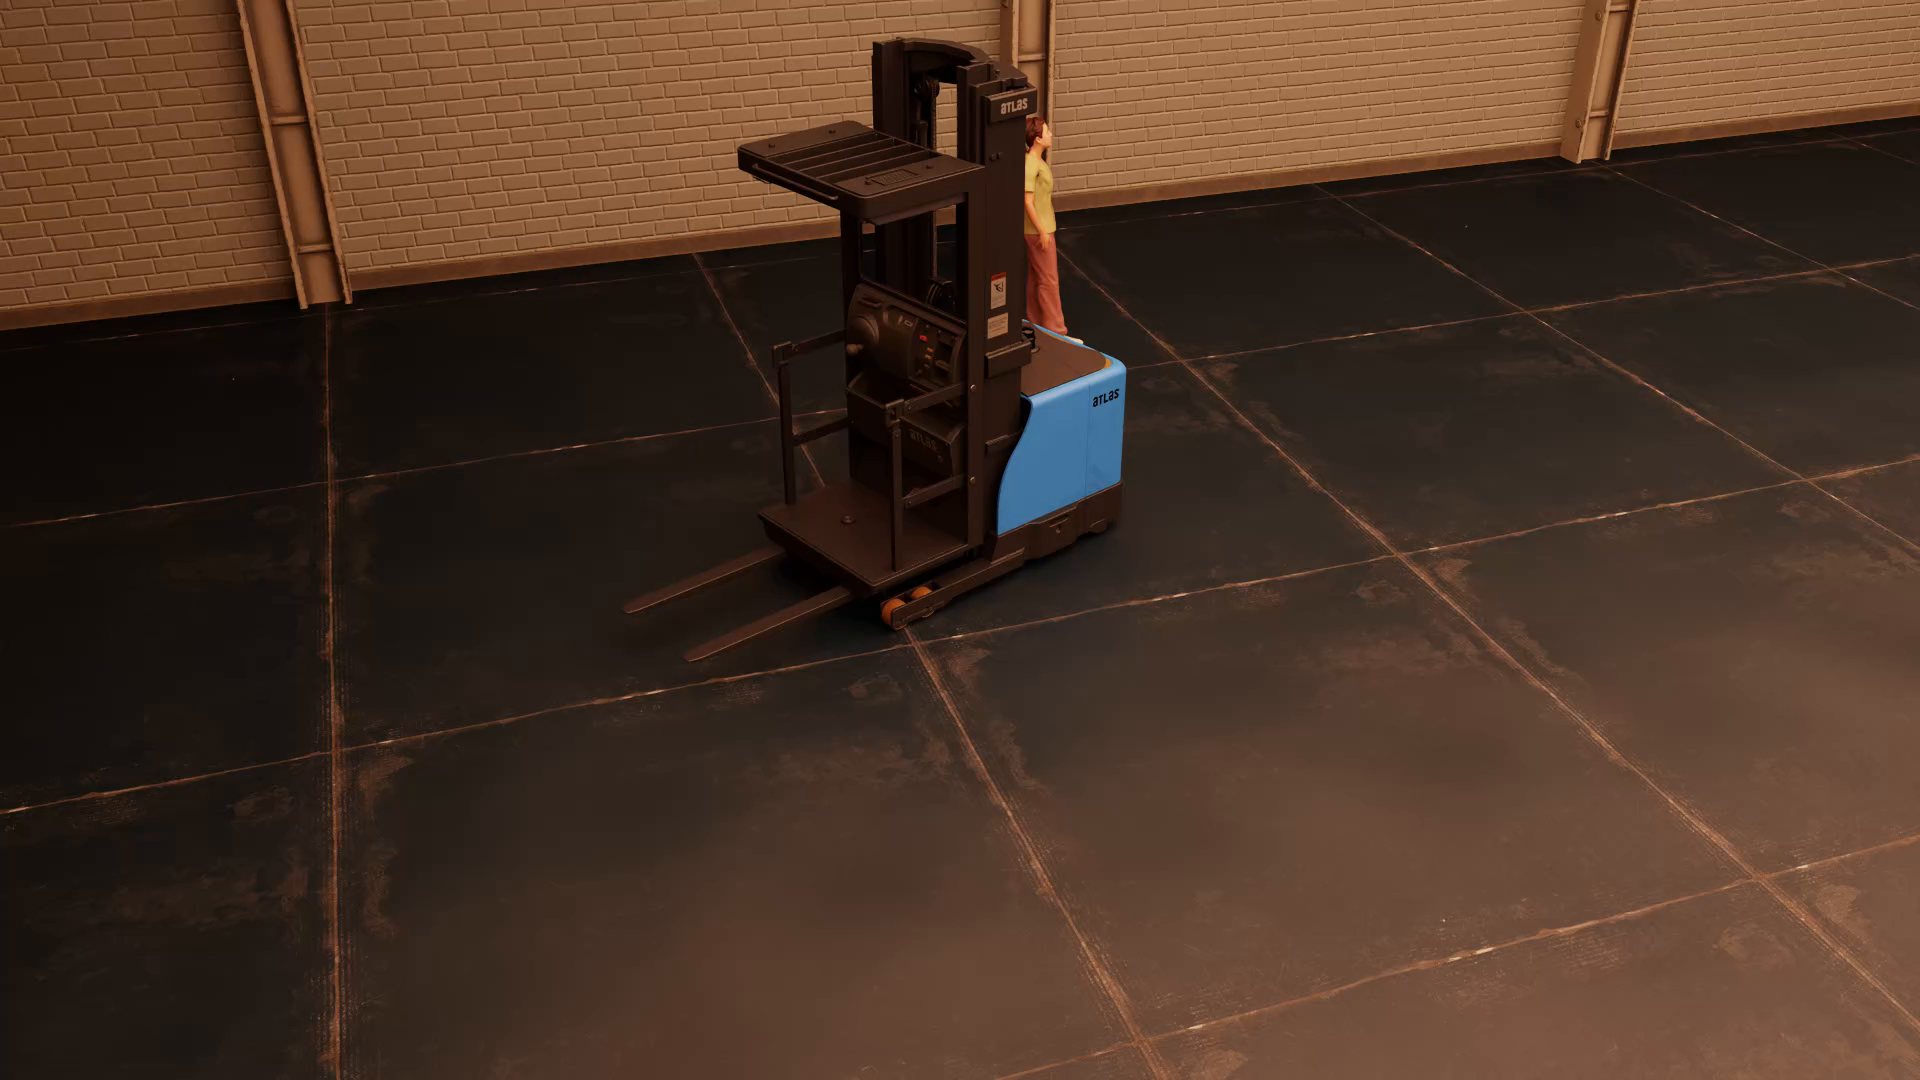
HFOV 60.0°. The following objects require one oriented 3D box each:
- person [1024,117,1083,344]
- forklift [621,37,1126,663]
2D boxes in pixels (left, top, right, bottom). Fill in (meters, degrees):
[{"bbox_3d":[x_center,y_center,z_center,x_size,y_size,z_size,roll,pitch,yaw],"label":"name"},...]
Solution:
[{"bbox_3d":[0.656,-2.291,12.314,0.549,1.673,0.552,0,30,1],"label":"person"},{"bbox_3d":[-0.461,-1.072,8.951,3.031,2.935,1.130,-23,37,-34],"label":"forklift"}]
